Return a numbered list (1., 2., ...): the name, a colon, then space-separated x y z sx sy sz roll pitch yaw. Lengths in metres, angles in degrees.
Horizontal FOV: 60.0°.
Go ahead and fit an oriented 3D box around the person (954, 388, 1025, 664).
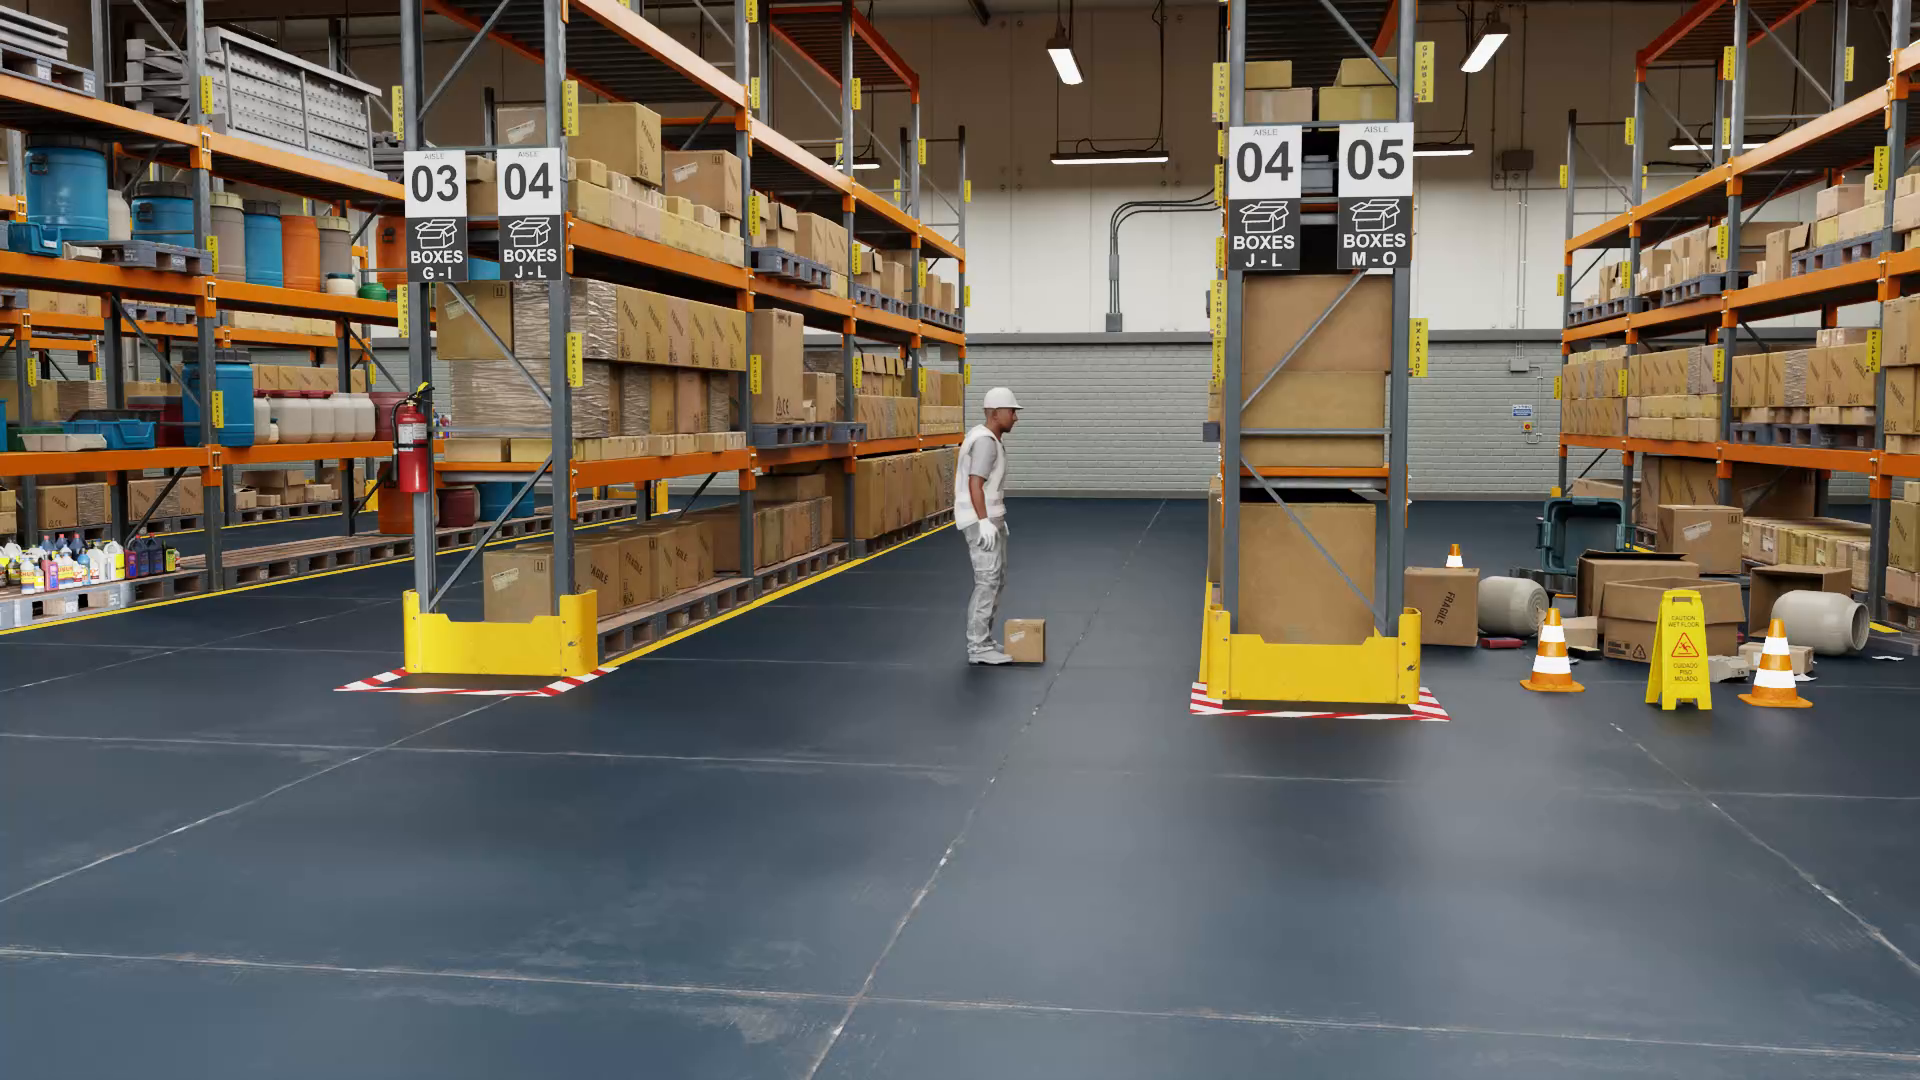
1. person: 0.192 -0.102 10.836 0.448 1.774 0.617 1 4 9
